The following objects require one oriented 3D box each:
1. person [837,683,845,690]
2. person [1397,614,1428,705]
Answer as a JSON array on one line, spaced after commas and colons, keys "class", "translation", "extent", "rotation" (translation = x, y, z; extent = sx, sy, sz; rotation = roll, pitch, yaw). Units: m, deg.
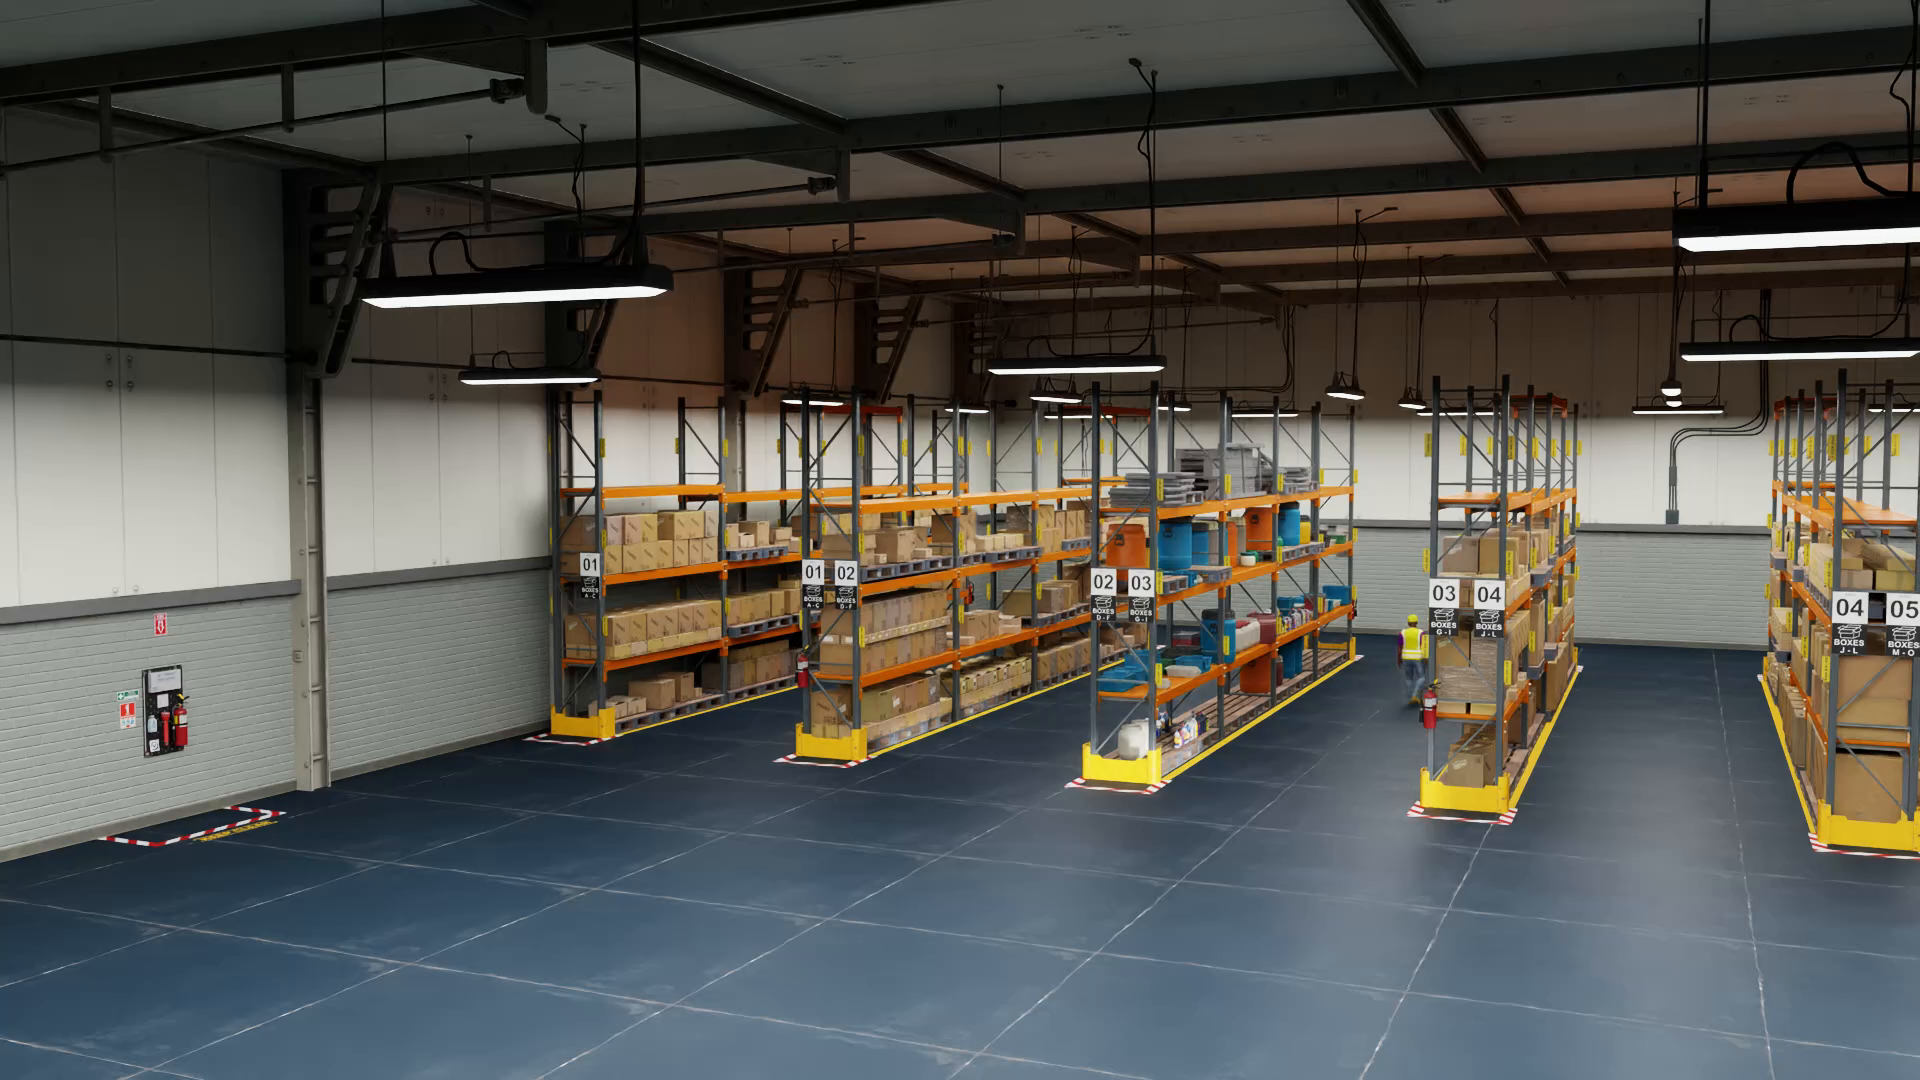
[{"class": "person", "translation": [-2.192, 2.250, 33.794], "extent": [0.694, 1.707, 1.129], "rotation": [2, 4, 26]}, {"class": "person", "translation": [8.835, 2.335, 32.448], "extent": [0.597, 1.765, 0.530], "rotation": [1, 3, 25]}]
